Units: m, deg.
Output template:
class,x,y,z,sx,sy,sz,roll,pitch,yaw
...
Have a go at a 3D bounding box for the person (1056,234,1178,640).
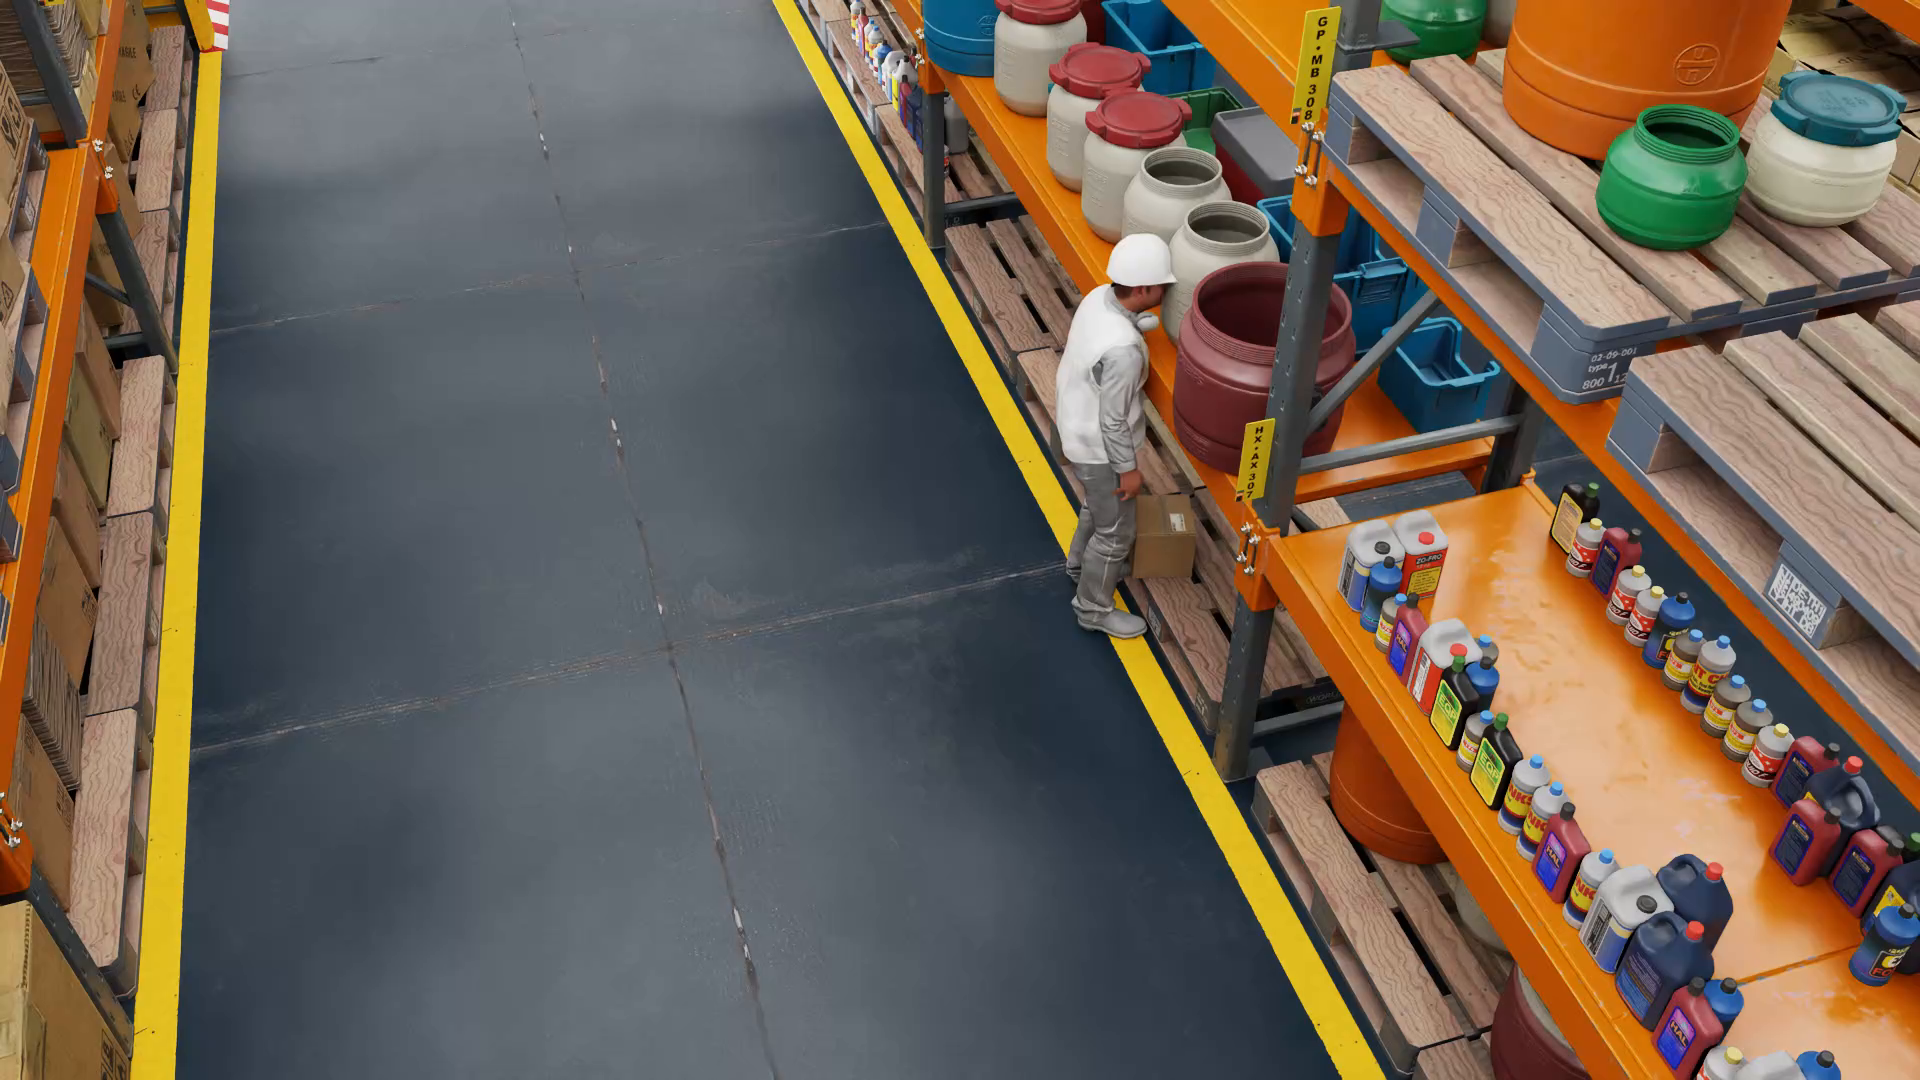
class,x,y,z,sx,sy,sz,roll,pitch,yaw
person,0.606,-0.427,6.614,0.462,1.772,0.589,-1,42,-1
